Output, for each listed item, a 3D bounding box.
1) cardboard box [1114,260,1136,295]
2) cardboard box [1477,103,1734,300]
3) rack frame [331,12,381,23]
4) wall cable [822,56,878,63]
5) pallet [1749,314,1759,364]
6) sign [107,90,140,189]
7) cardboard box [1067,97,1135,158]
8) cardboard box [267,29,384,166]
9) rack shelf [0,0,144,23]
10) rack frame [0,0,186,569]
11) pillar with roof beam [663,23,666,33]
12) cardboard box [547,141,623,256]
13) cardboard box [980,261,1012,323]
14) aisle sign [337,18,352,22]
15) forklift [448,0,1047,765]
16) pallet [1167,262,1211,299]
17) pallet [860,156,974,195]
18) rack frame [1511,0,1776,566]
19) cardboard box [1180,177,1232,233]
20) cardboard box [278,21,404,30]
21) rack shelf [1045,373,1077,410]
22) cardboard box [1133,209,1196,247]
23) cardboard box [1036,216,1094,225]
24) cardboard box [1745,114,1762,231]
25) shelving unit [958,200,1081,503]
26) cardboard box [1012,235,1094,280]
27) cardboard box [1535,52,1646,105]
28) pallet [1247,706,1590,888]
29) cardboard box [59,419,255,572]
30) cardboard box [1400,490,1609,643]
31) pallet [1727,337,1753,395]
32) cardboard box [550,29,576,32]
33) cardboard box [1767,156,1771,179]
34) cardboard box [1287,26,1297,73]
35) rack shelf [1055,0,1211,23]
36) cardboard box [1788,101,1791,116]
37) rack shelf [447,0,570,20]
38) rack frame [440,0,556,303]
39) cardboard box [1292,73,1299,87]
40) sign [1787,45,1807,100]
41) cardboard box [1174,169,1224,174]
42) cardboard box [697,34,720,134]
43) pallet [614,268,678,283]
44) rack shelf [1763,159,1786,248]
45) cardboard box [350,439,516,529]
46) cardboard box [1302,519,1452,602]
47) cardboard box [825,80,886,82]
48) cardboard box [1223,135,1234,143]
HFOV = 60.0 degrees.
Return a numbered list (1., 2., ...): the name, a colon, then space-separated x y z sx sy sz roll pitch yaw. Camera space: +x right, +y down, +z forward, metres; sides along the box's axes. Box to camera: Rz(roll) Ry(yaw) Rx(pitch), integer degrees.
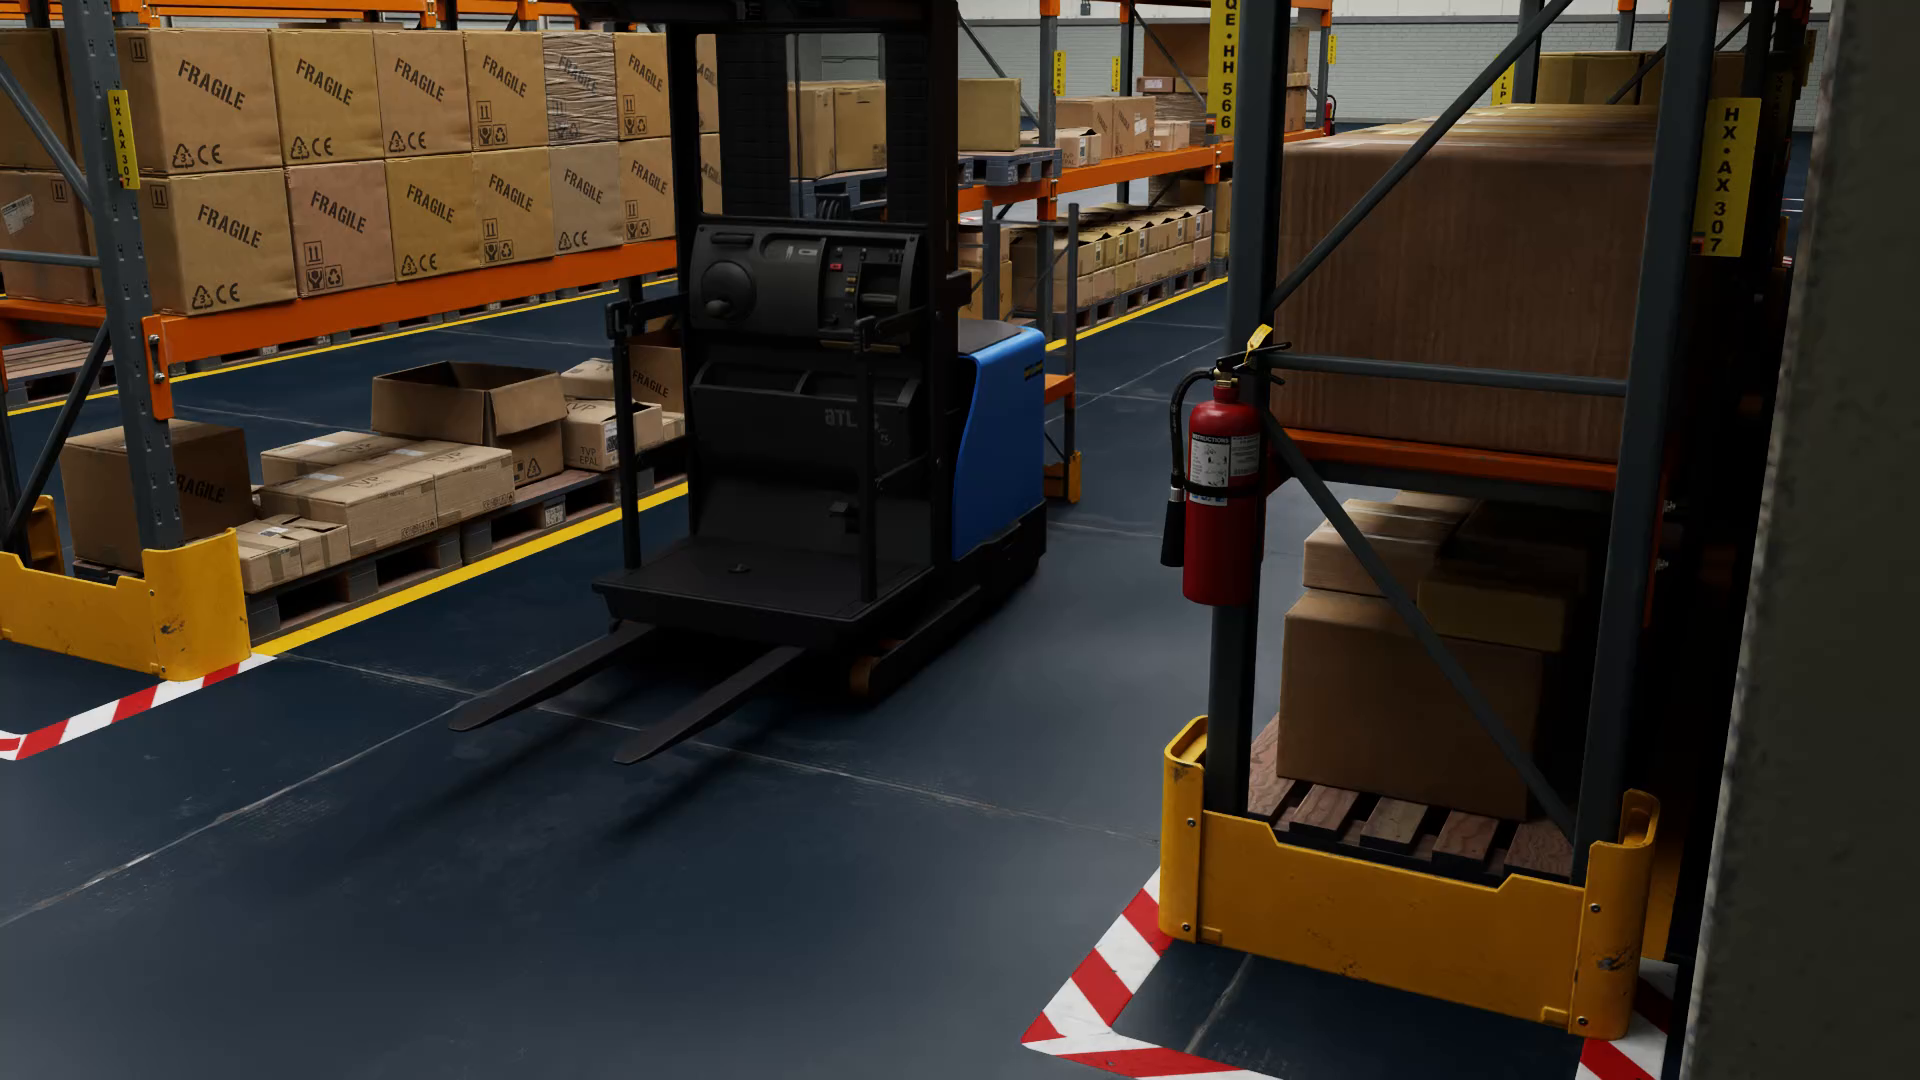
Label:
1. cardboard box: 1.202 -2.288 14.384 0.500 0.250 0.500 8 18 24
2. cardboard box: 2.643 -1.407 6.799 0.980 0.700 0.700 8 19 26
3. rack frame: -9.424 -7.003 26.167 1.000 3.000 0.127 8 18 25
4. wall cable: -3.552 -17.786 57.389 3.097 2.526 0.112 8 18 25
5. pallet: 5.584 -1.590 12.839 1.003 0.211 1.213 8 18 25
6. sign: -2.835 -1.355 5.633 0.100 0.325 0.005 8 18 25
7. cardboard box: 1.225 -3.659 14.732 0.500 0.500 0.500 8 18 25
8. cardboard box: -2.659 -1.750 6.551 0.500 0.500 0.500 8 18 26
9. rack shelf: -9.500 -4.892 15.056 1.077 0.370 4.000 8 18 25
10. rack frame: -3.320 -1.009 5.988 1.000 3.000 0.127 8 18 25
11. pillar with roof beam: -4.881 -16.616 47.997 9.100 9.000 0.400 8 18 25
12. cardboard box: -1.983 -1.654 7.982 0.500 0.500 0.500 9 19 27
13. cardboard box: 0.046 -1.792 12.240 0.500 0.500 0.500 9 19 28
14. aisle sign: -9.660 -8.305 25.987 0.394 0.787 0.004 8 18 25
15. forklift: -0.669 -0.969 5.973 1.130 2.935 3.031 7 18 23
16. pallet: 1.747 -2.537 16.028 1.003 0.211 1.213 8 18 25
17. pallet: -0.611 -2.459 11.207 1.003 0.211 1.213 8 18 25
18. rack frame: 2.900 -1.399 7.300 1.000 3.000 0.127 8 18 25
19. cardboard box: 2.529 -3.387 16.768 0.500 0.500 0.500 8 18 25
20. cardboard box: -7.299 -5.632 19.759 1.000 1.000 1.000 8 18 26
21. rack shelf: 0.144 -0.651 8.049 0.538 0.185 1.000 7 18 23
22. cardboard box: 1.890 -2.945 15.612 0.500 0.311 0.500 9 19 27
23. cardboard box: 0.948 -2.753 14.964 0.500 0.311 0.500 9 19 27
24. cardboard box: 3.331 -1.684 7.527 0.500 0.500 0.500 7 18 23
25. shelving unit: 0.141 -0.822 7.990 0.587 1.500 1.083 7 18 23
26. cardboard box: 0.751 -2.295 13.424 0.500 0.311 0.500 9 19 27
27. cardboard box: 2.880 -2.110 7.644 0.500 0.250 0.500 9 19 27
28. pallet: 1.400 0.743 4.986 1.003 0.211 1.213 8 18 25
29. cardboard box: -3.298 -0.192 6.853 0.500 0.500 0.500 8 18 25
30. cardboard box: 2.016 0.033 6.130 0.700 0.500 0.500 9 19 27
31. pallet: 5.038 -1.280 11.797 1.003 0.211 1.213 8 18 25
32. cardboard box: -5.500 -6.589 22.321 0.500 0.500 0.500 8 18 25
33. cardboard box: 4.476 -2.337 9.726 0.500 0.500 0.500 8 18 25
34. cardboard box: 3.355 -5.489 18.617 0.700 0.500 0.500 8 18 24
35. rack shelf: 1.148 -4.650 14.239 1.077 0.370 4.000 8 18 25
36. cardboard box: 8.242 -4.606 17.007 0.500 0.500 0.500 8 18 25
37. rack shelf: -3.282 -5.281 16.364 1.077 0.370 4.000 8 18 25
38. rack frame: -4.175 -3.678 14.974 1.000 3.000 0.127 8 18 25
39. cardboard box: 3.599 -5.190 18.749 0.380 0.149 0.250 8 18 25
40. sign: 5.186 -2.903 10.330 0.100 0.325 0.005 8 18 25
41. cardboard box: 2.507 -3.708 17.850 0.500 0.500 0.500 8 18 25
42. cardboard box: -1.527 -2.394 8.717 0.500 0.500 0.500 8 18 26
43. pallet: -3.248 -2.843 17.061 1.003 0.211 1.213 8 18 25
44. rack shelf: 5.581 -2.582 12.548 1.077 0.370 4.000 8 18 25
45. cardboard box: -2.377 -0.259 7.519 0.500 0.250 0.500 8 18 25
46. cardboard box: 1.231 0.059 4.905 0.380 0.149 0.250 8 18 25
47. cardboard box: -0.506 -2.913 11.484 0.700 0.500 0.500 12 21 36
48. cardboard box: 2.464 -4.363 17.103 0.700 0.500 0.500 8 18 25
